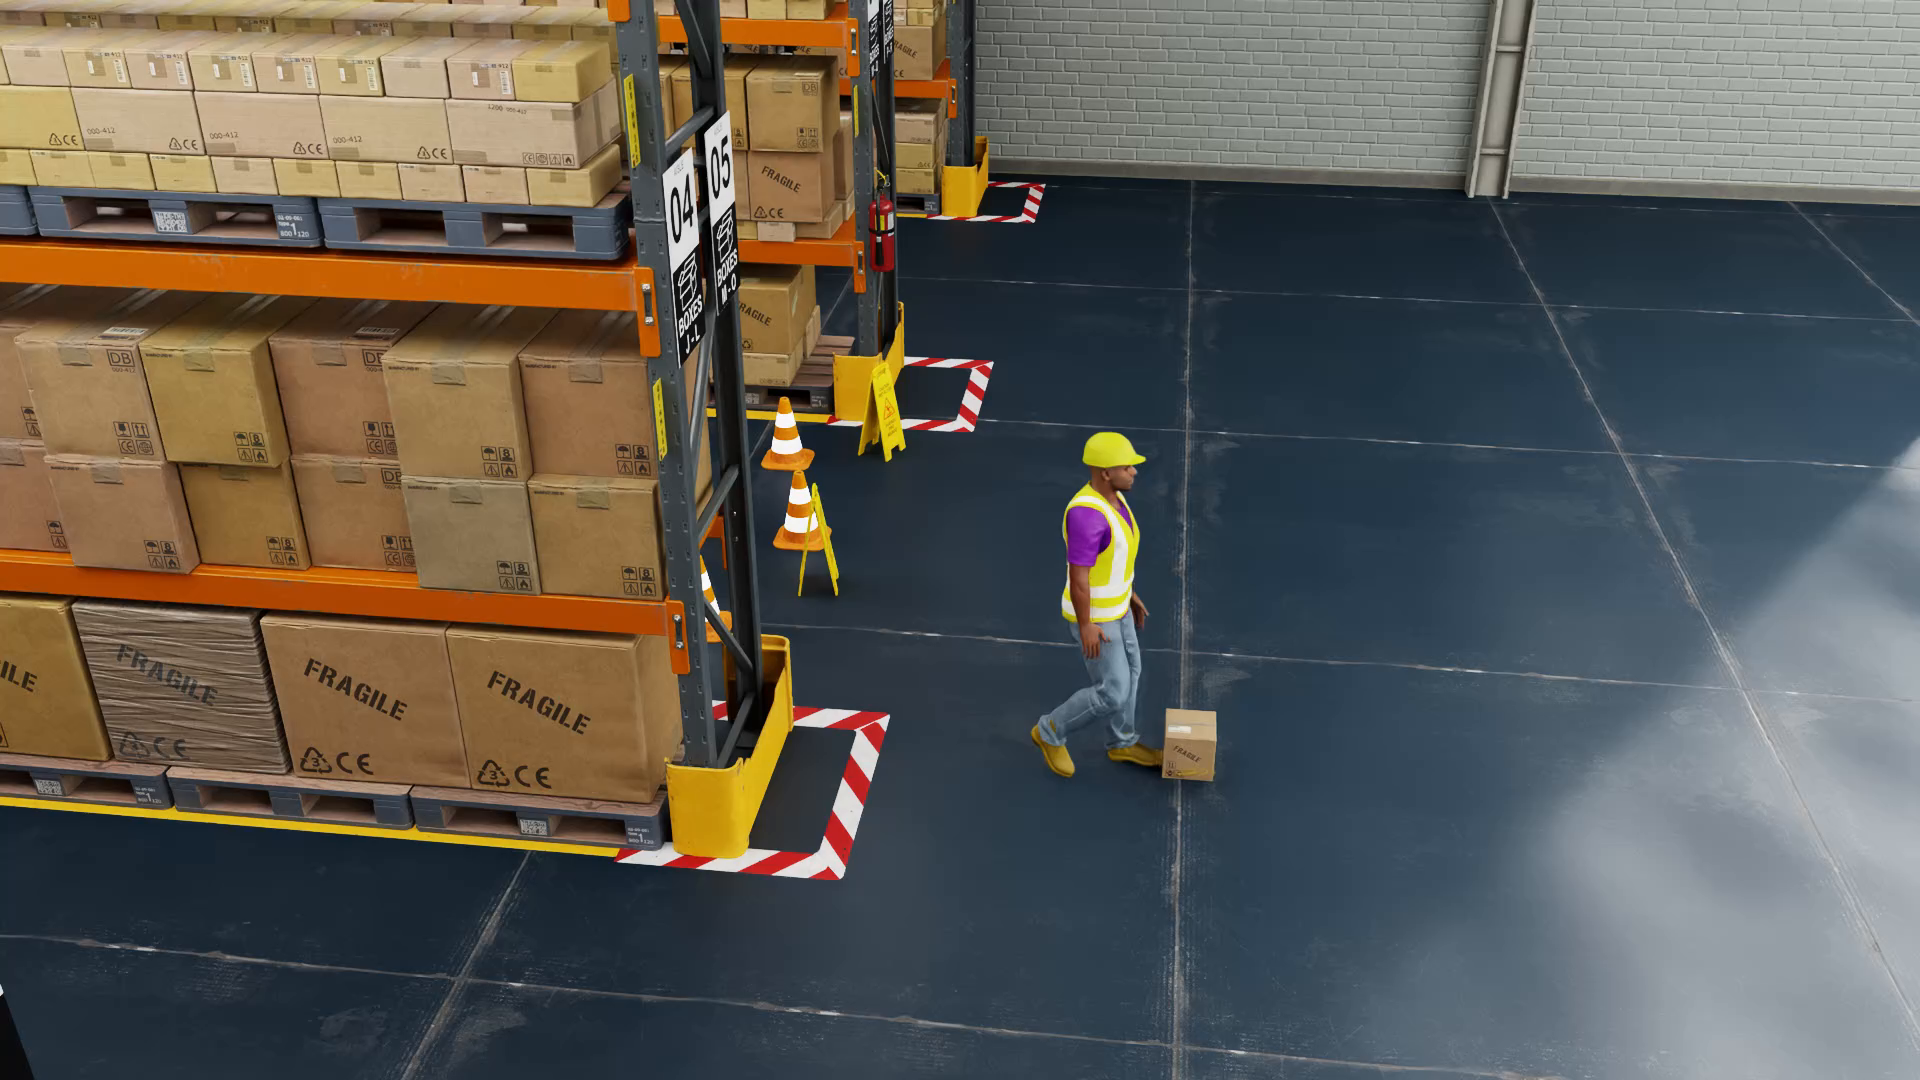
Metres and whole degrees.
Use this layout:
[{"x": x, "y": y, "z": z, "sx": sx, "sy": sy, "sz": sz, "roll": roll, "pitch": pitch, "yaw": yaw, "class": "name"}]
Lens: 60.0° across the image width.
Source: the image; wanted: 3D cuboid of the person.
[{"x": 0.716, "y": 0.327, "z": 7.990, "sx": 0.550, "sy": 1.773, "sz": 0.667, "roll": 6, "pitch": 29, "yaw": 10, "class": "person"}]
